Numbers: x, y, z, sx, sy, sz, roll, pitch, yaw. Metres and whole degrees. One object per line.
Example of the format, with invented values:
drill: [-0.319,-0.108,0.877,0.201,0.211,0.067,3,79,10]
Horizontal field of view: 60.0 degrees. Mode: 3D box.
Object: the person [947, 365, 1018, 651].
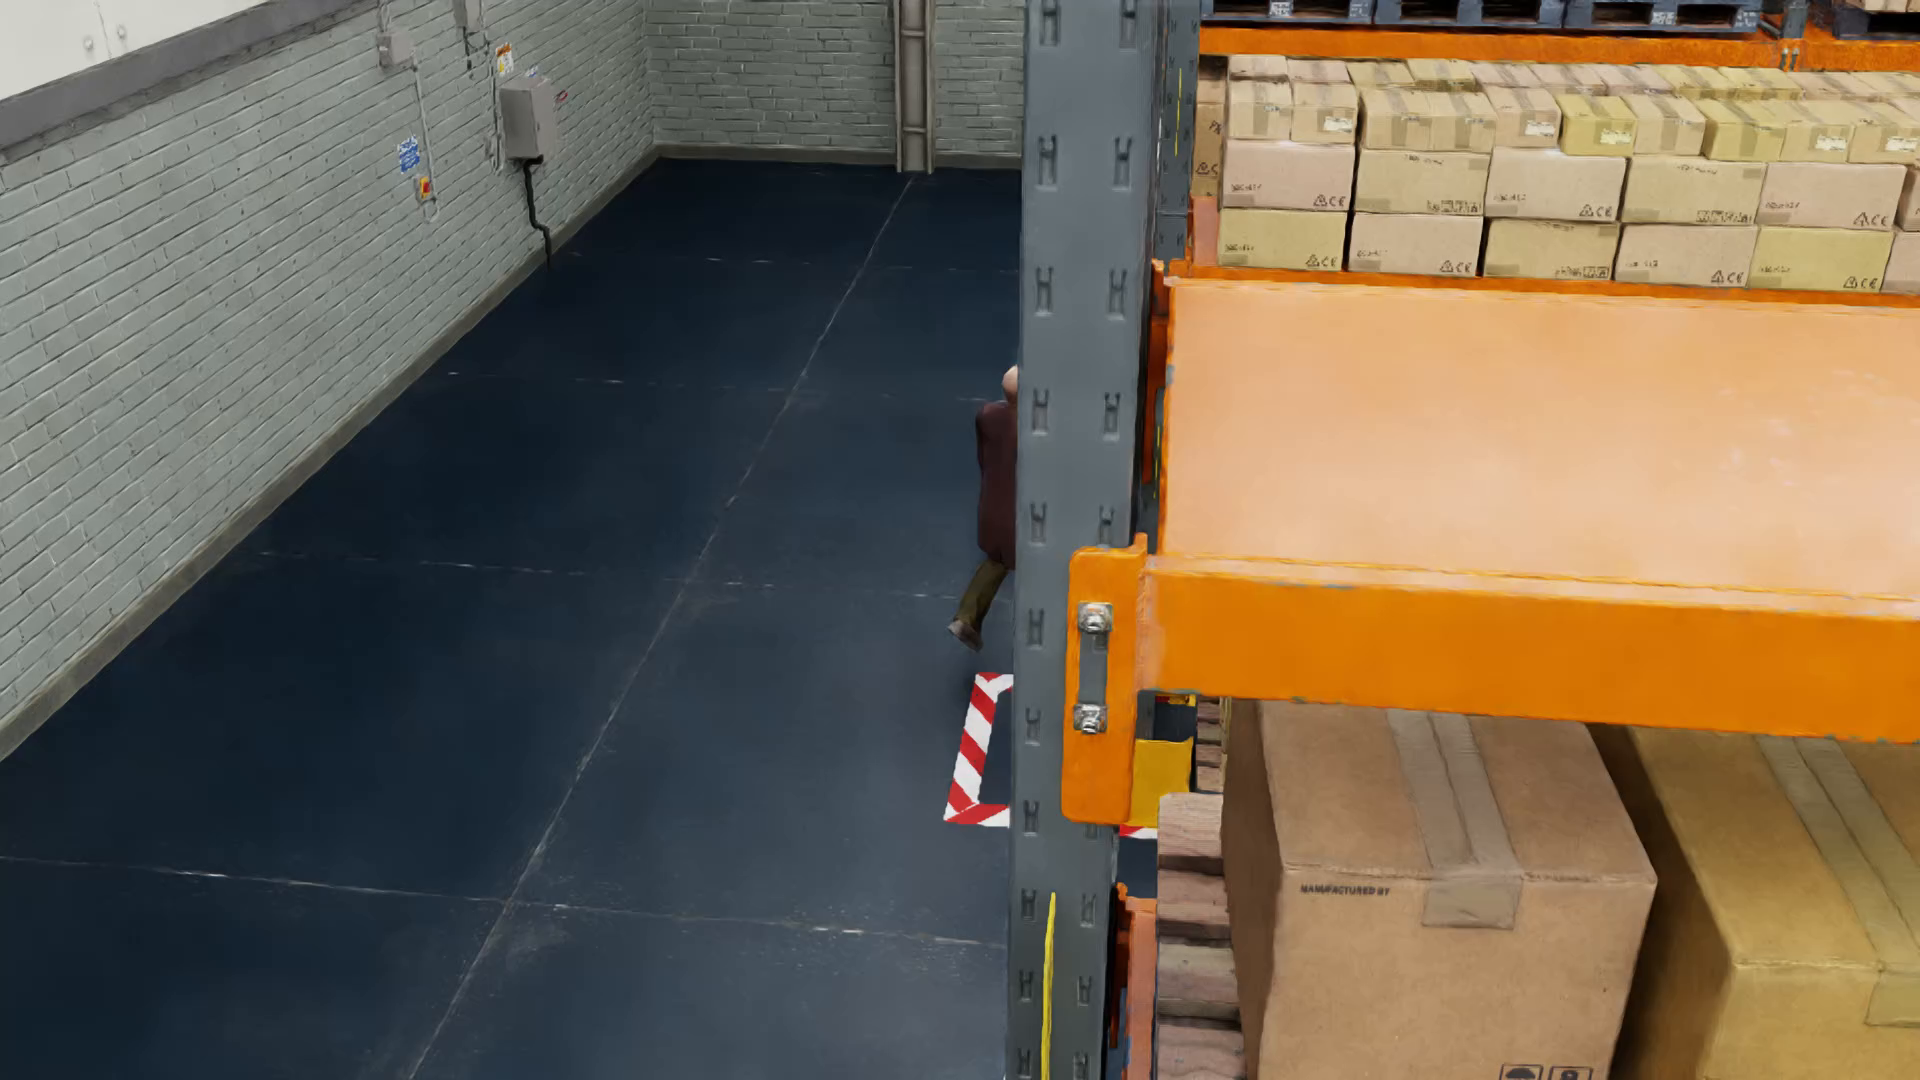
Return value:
person: [0.286,-0.092,8.888,0.678,1.771,0.700,-22,35,-36]
